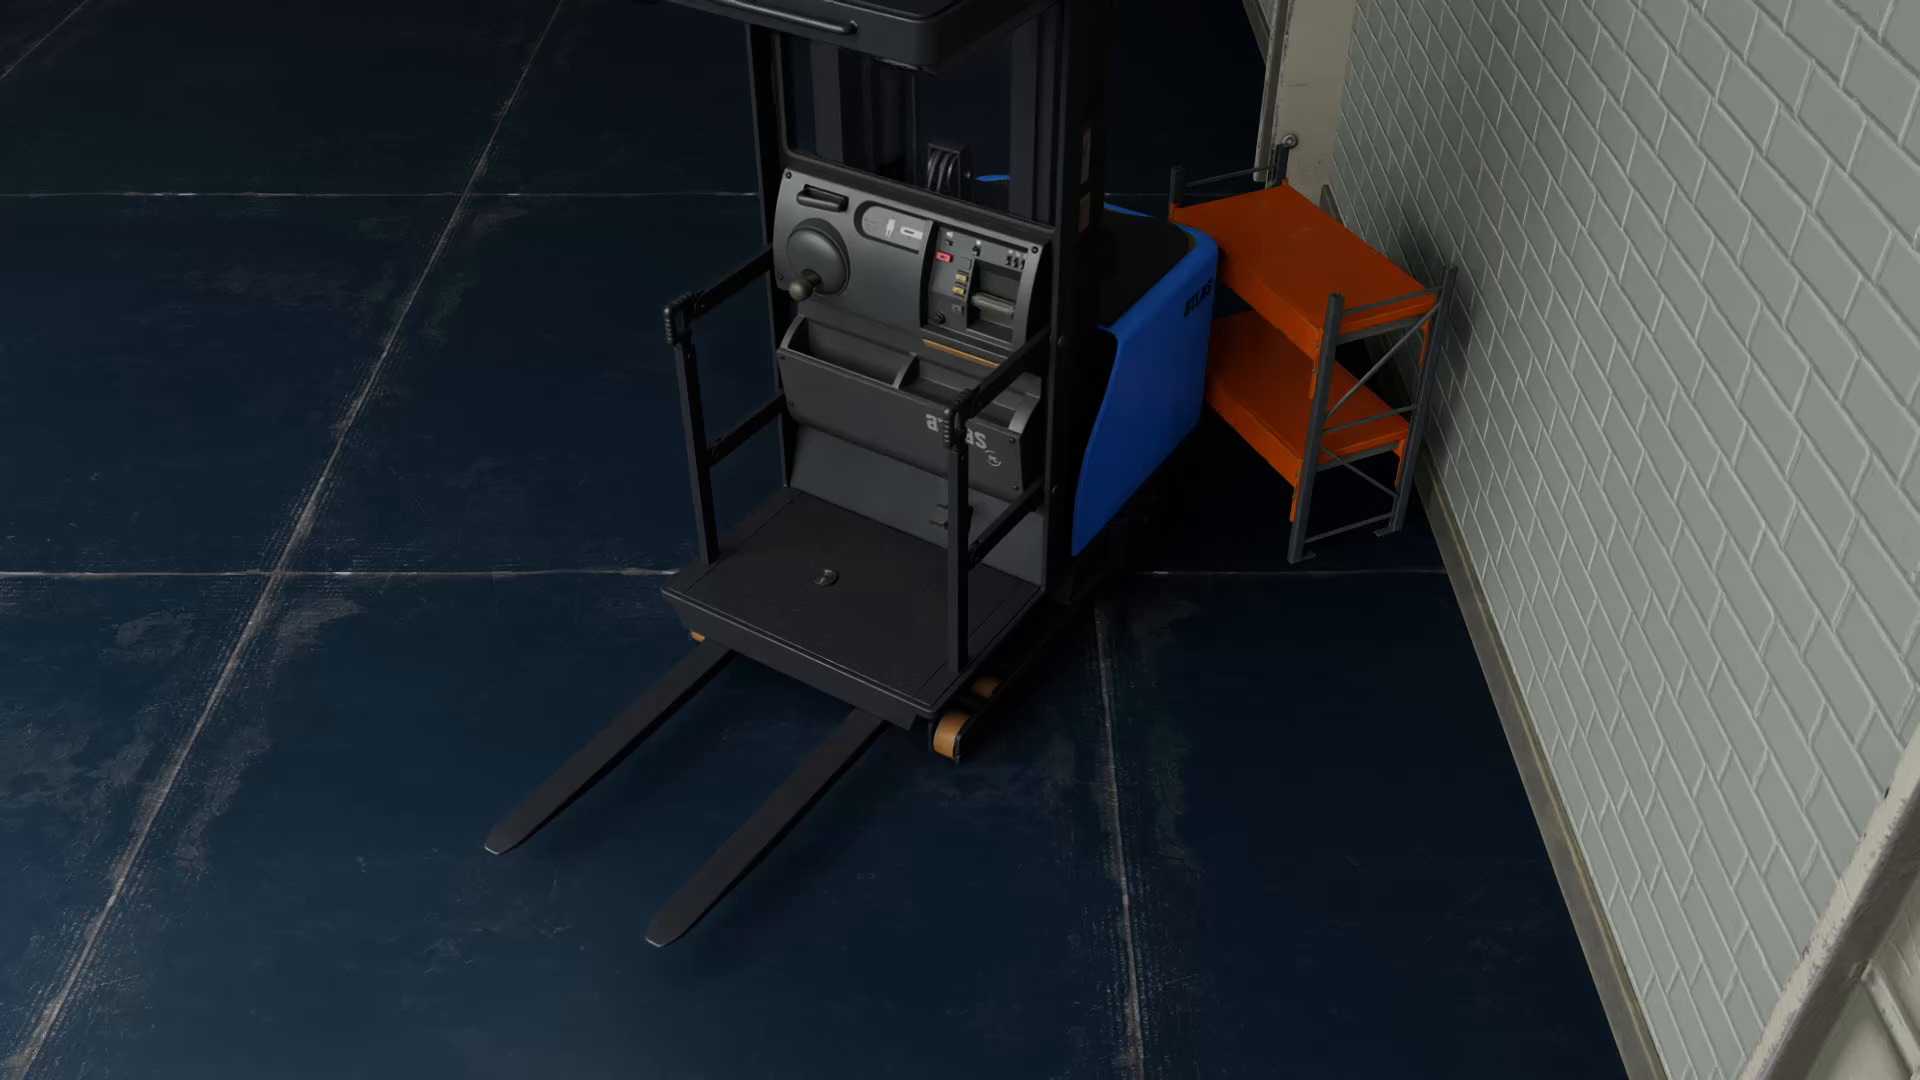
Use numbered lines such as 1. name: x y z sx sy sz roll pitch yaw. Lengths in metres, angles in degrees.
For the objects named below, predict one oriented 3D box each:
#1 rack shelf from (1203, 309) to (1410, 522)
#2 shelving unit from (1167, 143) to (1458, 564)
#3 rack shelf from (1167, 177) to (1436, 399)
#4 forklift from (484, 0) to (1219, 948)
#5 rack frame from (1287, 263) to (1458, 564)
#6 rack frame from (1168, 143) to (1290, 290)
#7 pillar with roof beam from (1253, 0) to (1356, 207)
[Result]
1. rack shelf: 1.232 -0.522 6.393 0.538 0.278 1.000 -16 41 -19
2. shelving unit: 1.232 -0.713 6.240 0.538 1.125 1.048 -16 41 -19
3. rack shelf: 1.232 -0.941 6.057 0.538 0.278 1.000 -16 41 -19
4. forklift: -0.282 -0.773 4.871 1.130 2.935 3.031 22 44 25
5. rack frame: 1.444 -0.424 5.879 0.500 1.125 0.032 -16 41 -19
6. rack frame: 1.020 -1.002 6.600 0.500 1.125 0.032 -16 41 -19
7. pillar with roof beam: -2.637 -5.265 5.624 9.100 9.000 0.400 0 39 0
